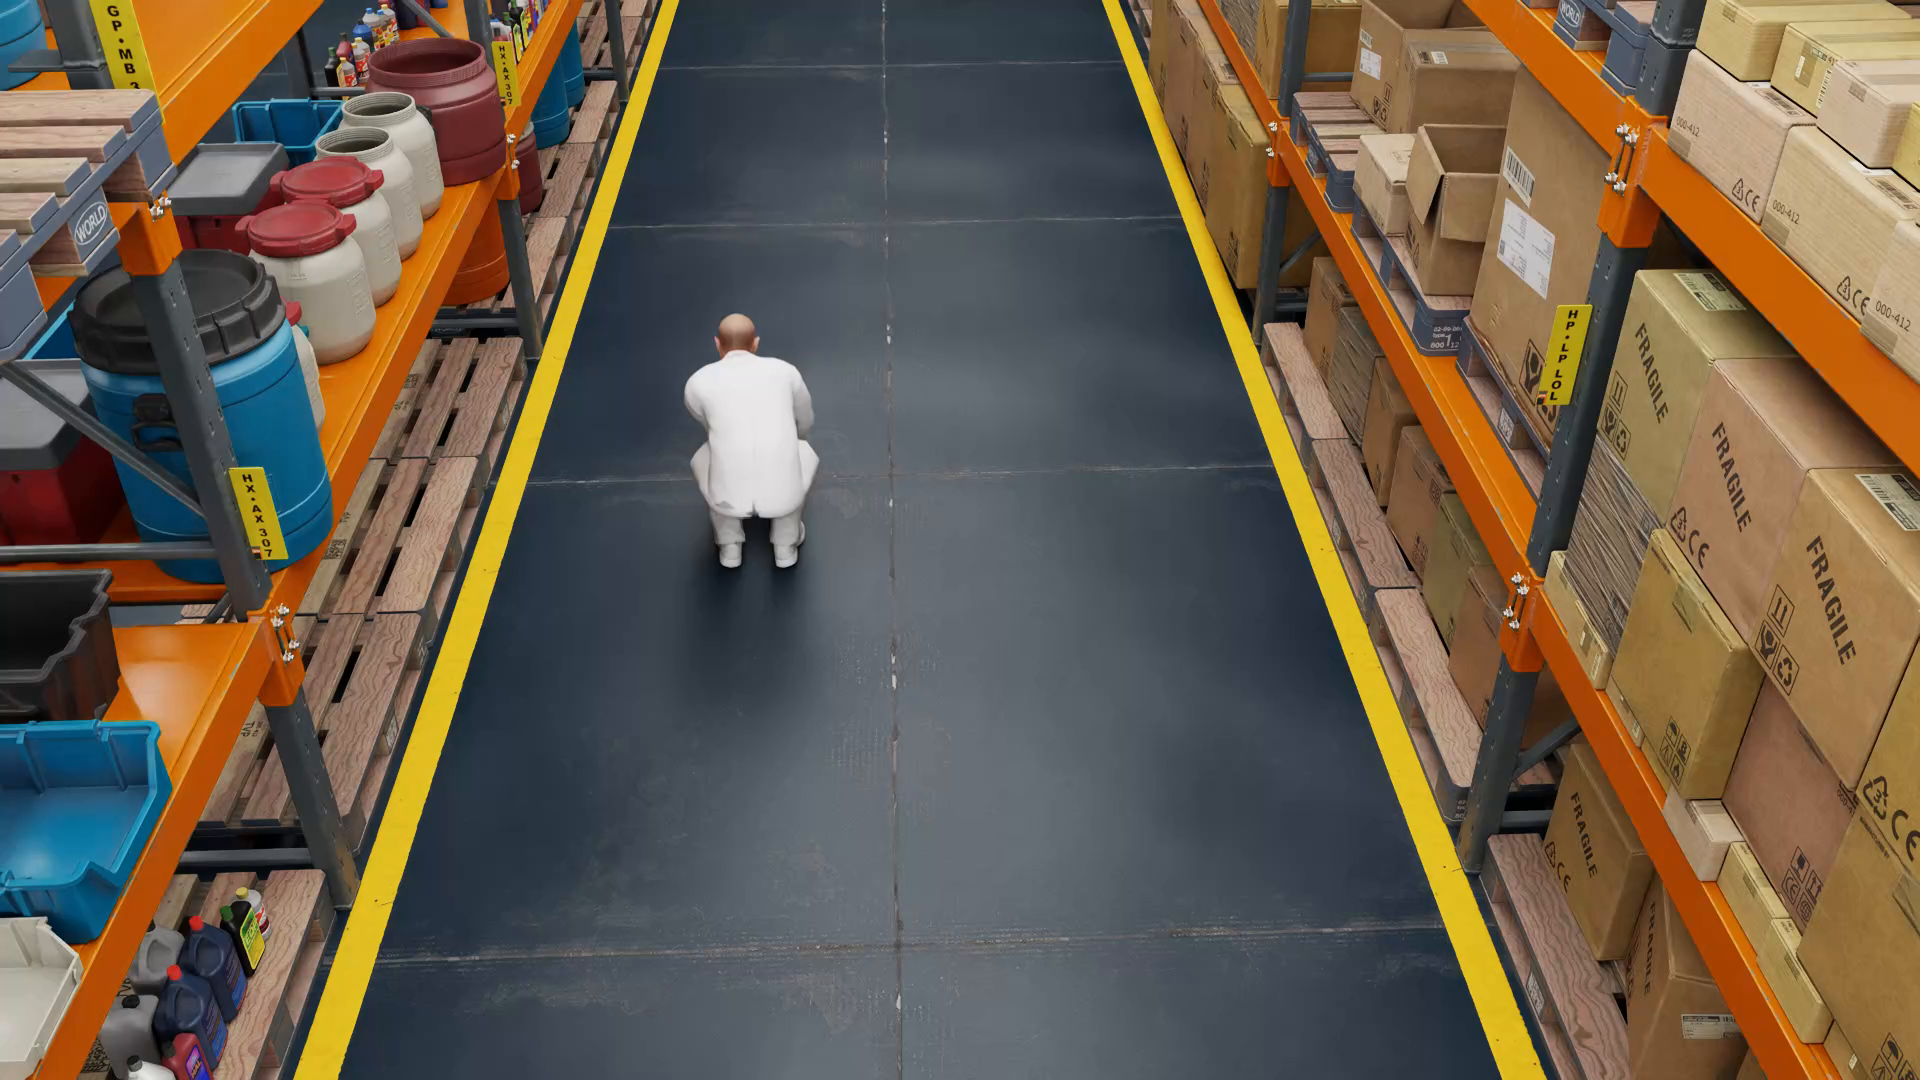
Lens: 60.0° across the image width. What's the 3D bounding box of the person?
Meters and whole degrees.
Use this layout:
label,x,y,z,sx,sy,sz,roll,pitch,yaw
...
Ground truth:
label,x,y,z,sx,sy,sz,roll,pitch,yaw
person,-0.934,-0.464,7.514,0.588,1.001,0.901,-2,35,-3
